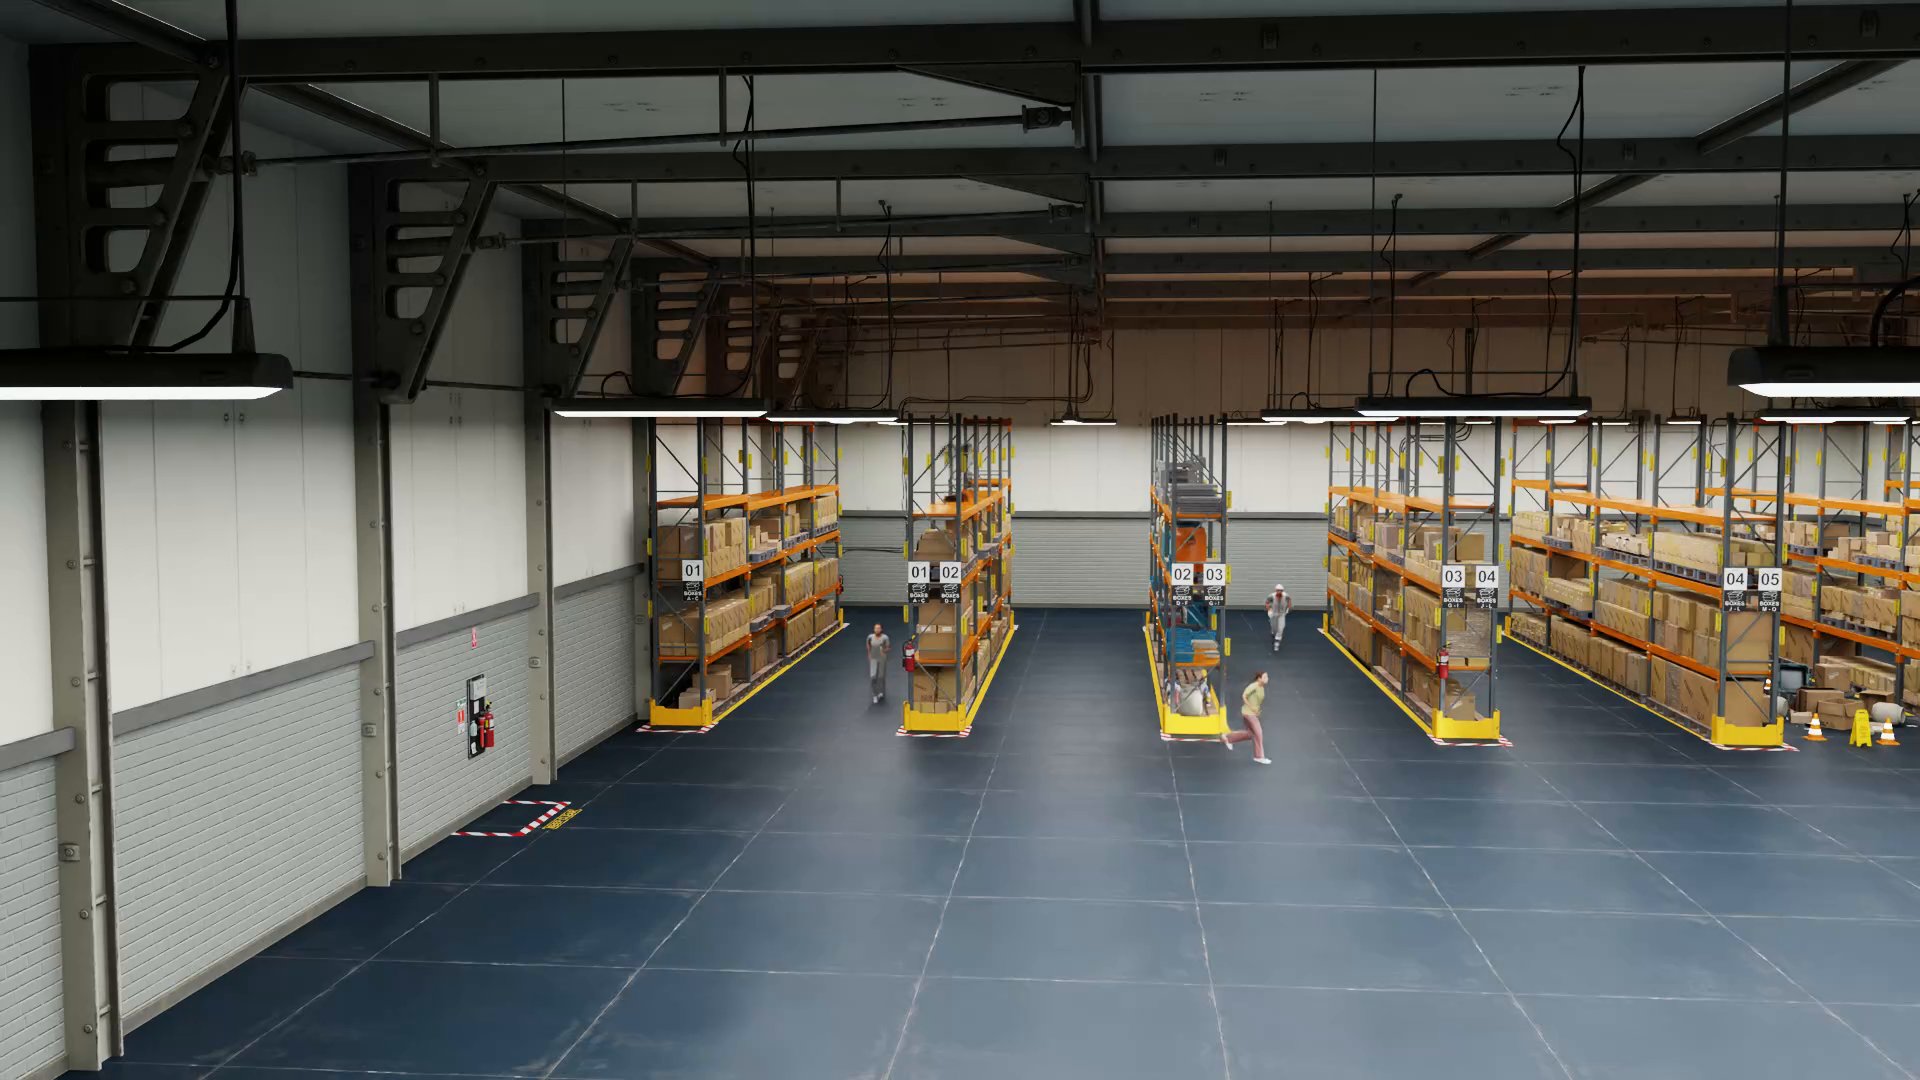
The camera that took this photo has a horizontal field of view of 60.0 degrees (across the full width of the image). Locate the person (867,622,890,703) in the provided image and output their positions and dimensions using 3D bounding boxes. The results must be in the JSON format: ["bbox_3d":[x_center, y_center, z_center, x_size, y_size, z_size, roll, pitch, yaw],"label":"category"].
[{"bbox_3d":[-1.712,2.566,34.878,0.499,1.710,0.841,0,4,-1],"label":"person"}]

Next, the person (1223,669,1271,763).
[{"bbox_3d":[4.937,3.007,28.565,0.828,1.620,0.565,3,5,38],"label":"person"}]

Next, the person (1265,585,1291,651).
[{"bbox_3d":[8.242,1.988,43.113,0.668,1.731,0.933,0,4,-1],"label":"person"}]
